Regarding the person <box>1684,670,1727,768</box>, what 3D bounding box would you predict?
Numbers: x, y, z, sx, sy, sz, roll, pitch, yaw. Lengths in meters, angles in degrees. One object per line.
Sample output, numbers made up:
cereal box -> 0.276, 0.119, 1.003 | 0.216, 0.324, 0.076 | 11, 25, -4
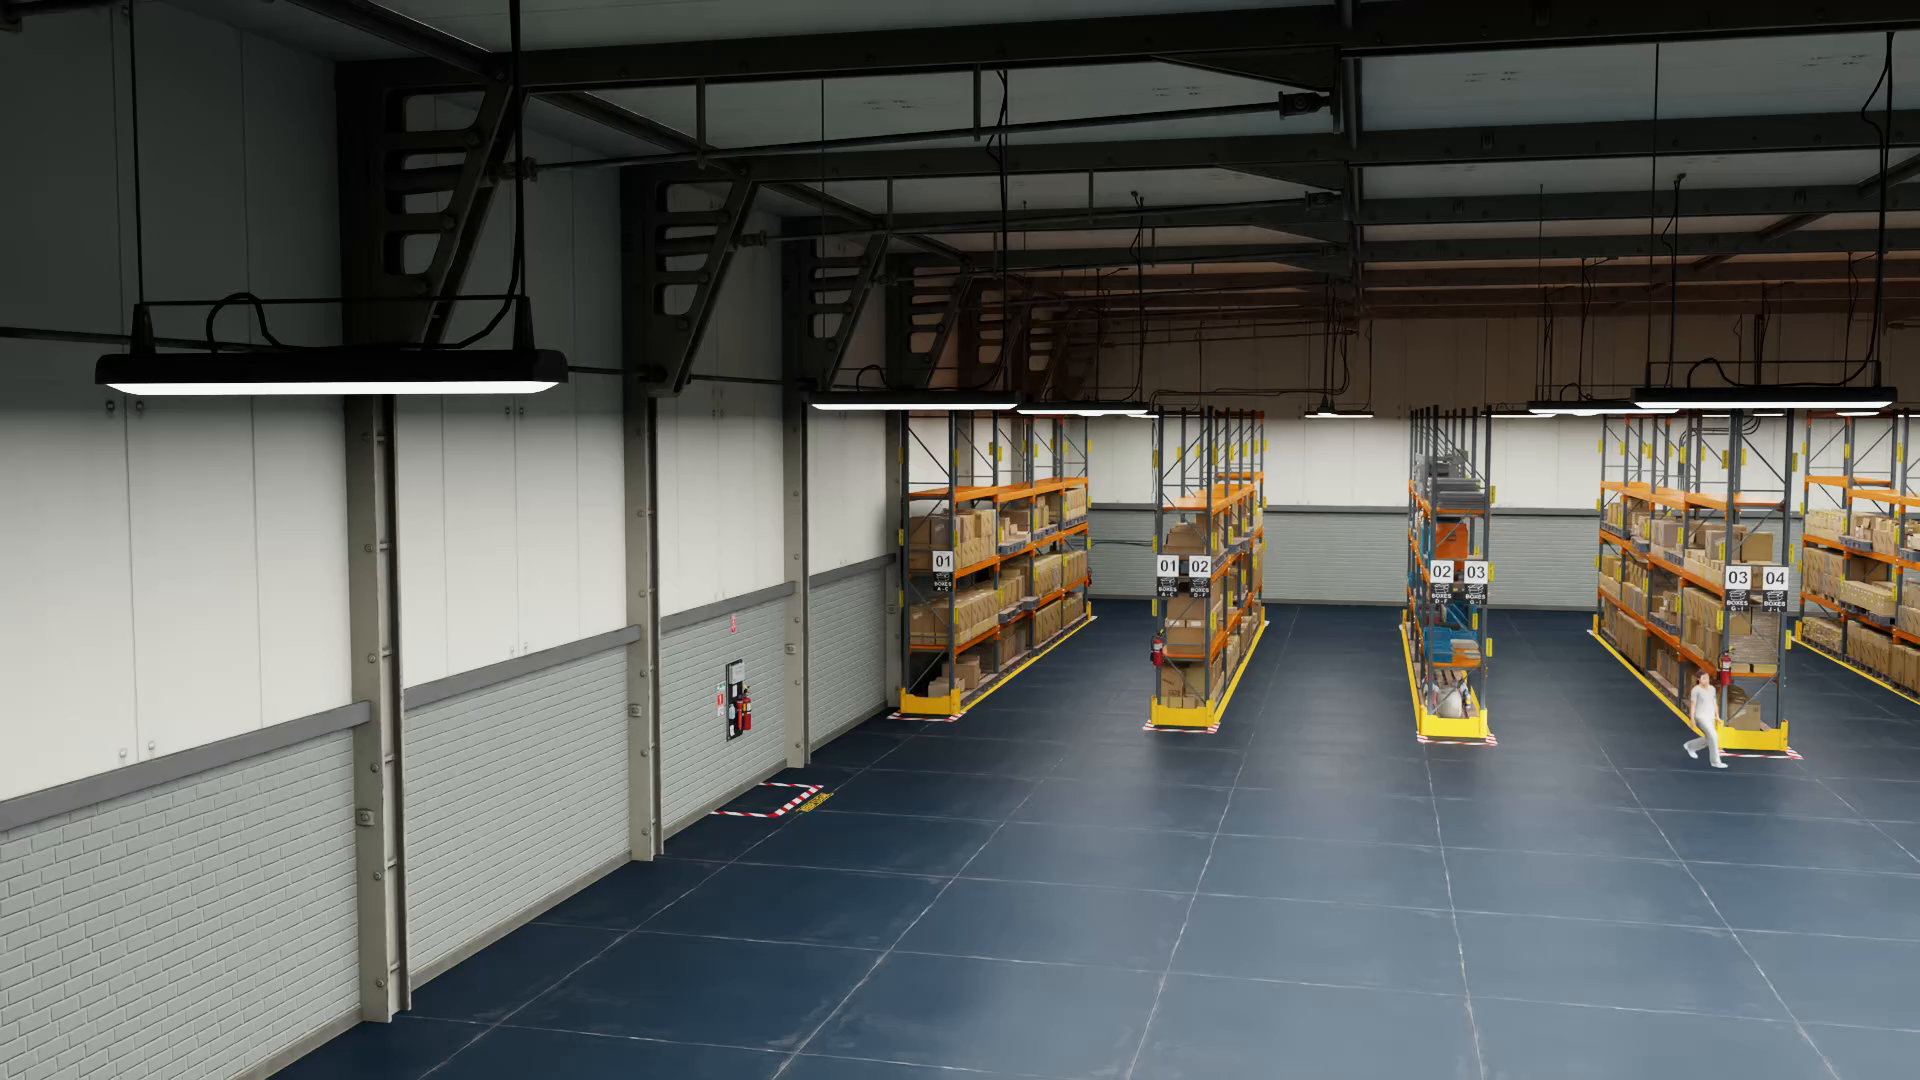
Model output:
person -> 12.381, 2.942, 27.630 | 0.447, 1.584, 0.902 | -1, 4, -20

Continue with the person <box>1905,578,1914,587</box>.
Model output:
person -> 23.868, 1.833, 41.794 | 0.638, 1.779, 0.531 | -1, 4, -12
